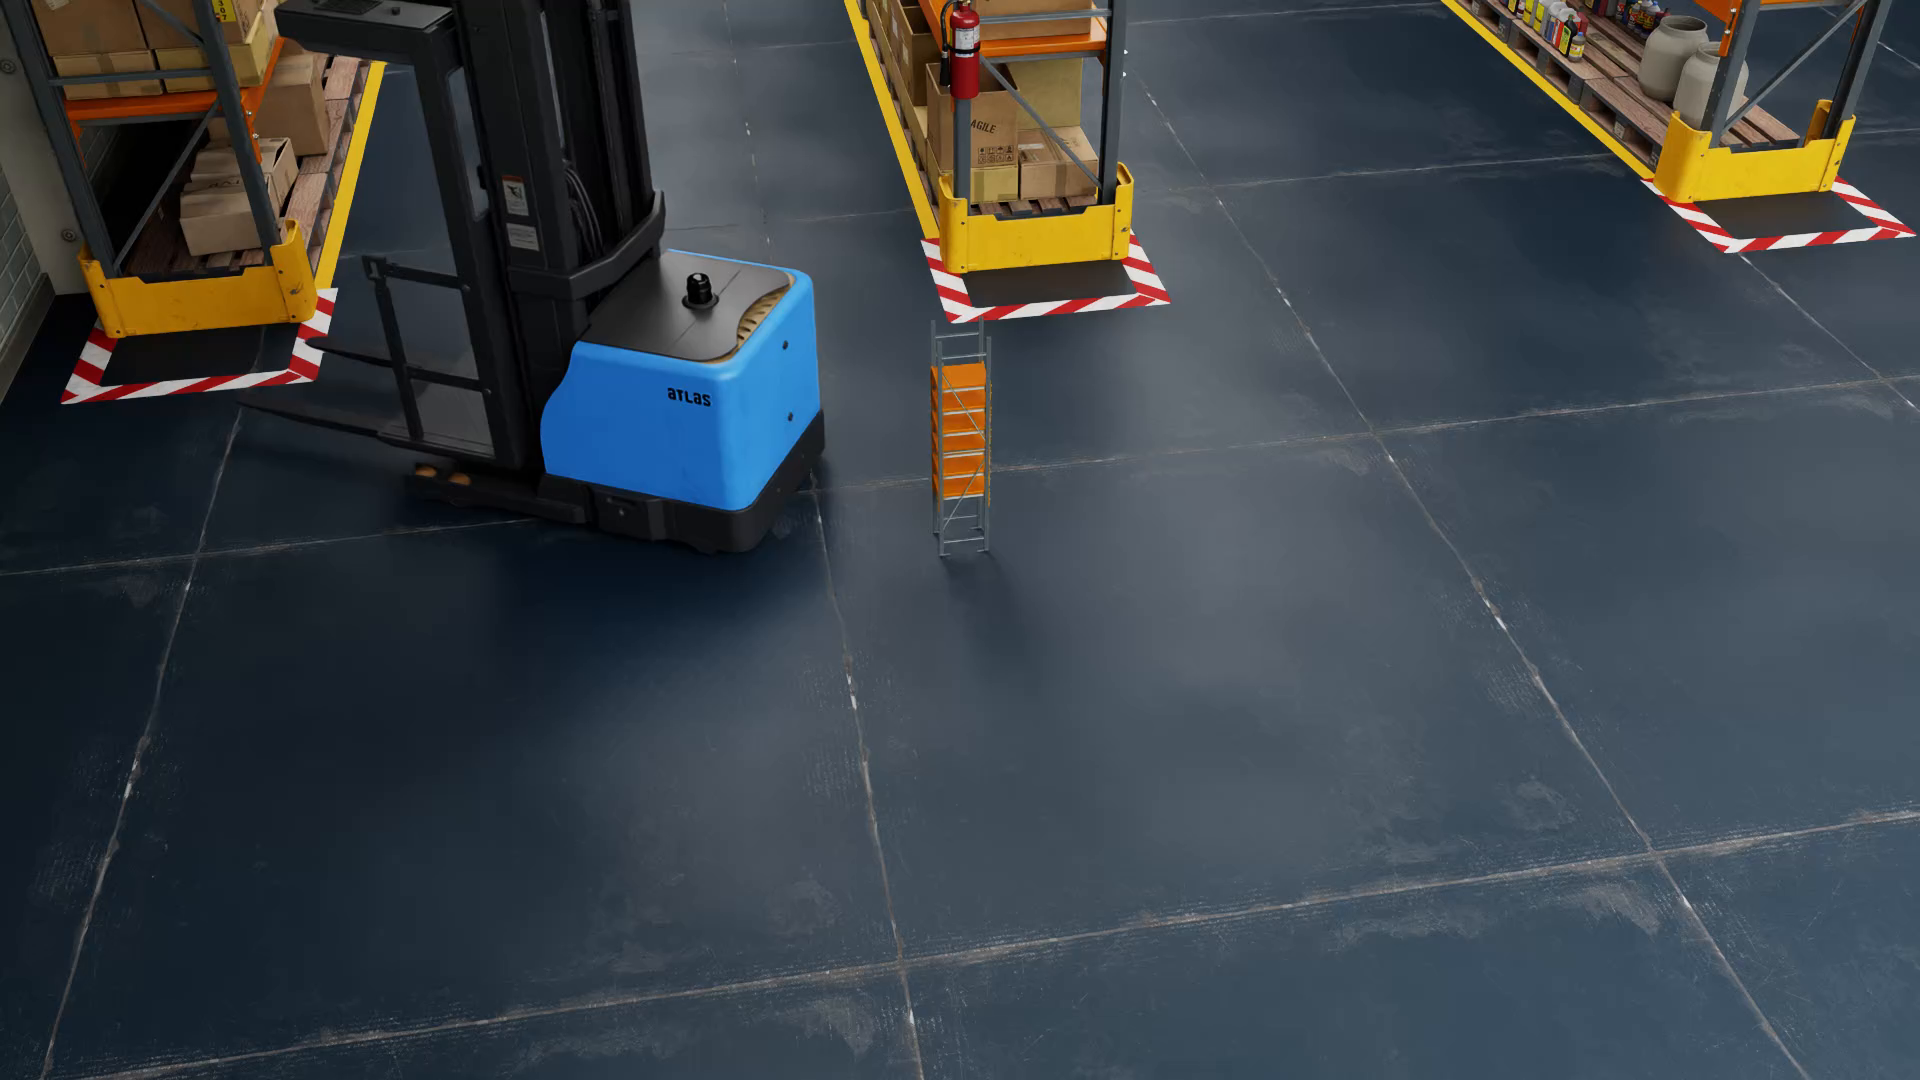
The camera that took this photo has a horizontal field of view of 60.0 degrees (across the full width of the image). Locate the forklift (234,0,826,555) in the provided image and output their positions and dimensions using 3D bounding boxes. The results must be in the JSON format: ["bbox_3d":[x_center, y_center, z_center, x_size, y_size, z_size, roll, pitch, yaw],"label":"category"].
[{"bbox_3d":[-2.276,-1.620,7.846,3.031,2.935,1.130,11,39,14],"label":"forklift"}]

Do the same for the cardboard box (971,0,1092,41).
[{"bbox_3d":[0.393,-3.328,9.908,0.700,0.500,0.500,-6,38,-8],"label":"cardboard box"}]

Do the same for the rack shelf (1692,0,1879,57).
[{"bbox_3d":[4.988,-4.460,12.032,1.077,0.370,4.000,-6,38,-8],"label":"rack shelf"}]

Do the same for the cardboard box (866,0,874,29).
[{"bbox_3d":[-0.457,-4.189,12.996,0.500,0.250,0.500,-6,38,-8],"label":"cardboard box"}]

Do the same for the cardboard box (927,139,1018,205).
[{"bbox_3d":[0.077,-2.378,10.665,0.500,0.250,0.500,-6,38,-8],"label":"cardboard box"}]

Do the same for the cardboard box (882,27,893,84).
[{"bbox_3d":[-0.291,-3.584,12.217,0.500,0.250,0.500,-6,38,-8],"label":"cardboard box"}]

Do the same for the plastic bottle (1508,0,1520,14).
[{"bbox_3d":[4.392,-4.303,13.099,0.061,0.283,0.133,-5,38,-6],"label":"plastic bottle"}]

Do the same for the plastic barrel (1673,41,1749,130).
[{"bbox_3d":[5.148,-3.109,11.392,0.421,0.512,0.421,0,38,0],"label":"plastic barrel"}]

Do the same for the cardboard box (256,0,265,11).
[{"bbox_3d":[-4.279,-3.336,9.493,0.500,0.500,0.500,-6,38,-8],"label":"cardboard box"}]

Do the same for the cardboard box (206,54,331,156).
[{"bbox_3d":[-4.627,-2.878,11.088,0.700,0.500,0.500,-9,39,-11],"label":"cardboard box"}]

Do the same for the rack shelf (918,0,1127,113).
[{"bbox_3d":[0.111,-3.930,11.349,1.077,0.370,4.000,-6,38,-8],"label":"rack shelf"}]

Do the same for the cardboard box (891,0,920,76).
[{"bbox_3d":[-0.201,-3.578,11.599,0.500,0.500,0.500,-6,38,-8],"label":"cardboard box"}]

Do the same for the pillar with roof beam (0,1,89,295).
[{"bbox_3d":[-1.151,-5.632,8.065,9.100,9.000,0.400,-6,38,-8],"label":"pillar with roof beam"}]

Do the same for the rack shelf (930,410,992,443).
[{"bbox_3d":[0.003,-0.525,7.724,0.258,0.103,0.180,-6,38,-8],"label":"rack shelf"}]

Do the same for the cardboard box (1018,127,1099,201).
[{"bbox_3d":[0.587,-2.433,10.736,0.500,0.250,0.500,-6,38,-8],"label":"cardboard box"}]

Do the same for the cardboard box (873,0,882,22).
[{"bbox_3d":[-0.371,-4.183,12.377,0.500,0.500,0.500,-6,38,-8],"label":"cardboard box"}]

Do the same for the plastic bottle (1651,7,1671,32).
[{"bbox_3d":[5.306,-3.905,12.586,0.061,0.283,0.133,-6,38,-7],"label":"plastic bottle"}]

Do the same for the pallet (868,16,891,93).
[{"bbox_3d":[-0.141,-3.836,12.915,1.003,0.211,1.213,-6,38,-8],"label":"pallet"}]

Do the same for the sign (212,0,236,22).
[{"bbox_3d":[-3.880,-2.871,8.695,0.100,0.325,0.005,-6,38,-8],"label":"sign"}]

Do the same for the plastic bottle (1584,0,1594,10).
[{"bbox_3d":[5.028,-4.358,13.170,0.061,0.283,0.133,-6,38,-8],"label":"plastic bottle"}]

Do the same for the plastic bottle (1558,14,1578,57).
[{"bbox_3d":[4.547,-3.768,12.410,0.061,0.283,0.133,-5,38,-7],"label":"plastic bottle"}]

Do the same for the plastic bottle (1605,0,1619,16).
[{"bbox_3d":[5.149,-4.283,13.079,0.152,0.276,0.135,-6,38,-7],"label":"plastic bottle"}]

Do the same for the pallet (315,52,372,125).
[{"bbox_3d":[-4.963,-3.384,12.333,1.003,0.211,1.213,-6,38,-8],"label":"pallet"}]

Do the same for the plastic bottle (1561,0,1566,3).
[{"bbox_3d":[4.620,-4.178,12.945,0.152,0.276,0.135,-6,38,-8],"label":"plastic bottle"}]

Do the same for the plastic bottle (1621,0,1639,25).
[{"bbox_3d":[5.215,-4.151,12.913,0.097,0.271,0.097,0,38,0],"label":"plastic bottle"}]

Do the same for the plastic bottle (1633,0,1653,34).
[{"bbox_3d":[5.250,-4.029,12.756,0.097,0.271,0.097,0,38,0],"label":"plastic bottle"}]

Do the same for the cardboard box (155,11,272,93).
[{"bbox_3d":[-4.187,-2.748,9.348,0.500,0.250,0.500,-7,38,-9],"label":"cardboard box"}]

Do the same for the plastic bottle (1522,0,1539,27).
[{"bbox_3d":[4.478,-4.177,12.882,0.144,0.351,0.185,-7,38,-8],"label":"plastic bottle"}]

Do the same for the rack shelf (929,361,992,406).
[{"bbox_3d":[0.003,-0.714,7.577,0.258,0.103,0.180,-6,38,-8],"label":"rack shelf"}]

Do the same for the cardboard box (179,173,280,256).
[{"bbox_3d":[-4.447,-2.010,10.125,0.500,0.311,0.500,-10,39,-13],"label":"cardboard box"}]

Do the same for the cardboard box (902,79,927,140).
[{"bbox_3d":[-0.112,-2.980,11.440,0.500,0.250,0.500,-6,38,-8],"label":"cardboard box"}]

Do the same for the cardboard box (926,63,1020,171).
[{"bbox_3d":[0.075,-2.674,10.434,0.500,0.500,0.500,-6,38,-8],"label":"cardboard box"}]

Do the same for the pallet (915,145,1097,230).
[{"bbox_3d":[0.287,-2.362,11.018,1.003,0.211,1.213,-6,38,-8],"label":"pallet"}]

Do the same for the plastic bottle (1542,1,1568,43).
[{"bbox_3d":[4.544,-3.935,12.632,0.152,0.276,0.135,-7,38,-9],"label":"plastic bottle"}]

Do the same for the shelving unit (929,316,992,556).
[{"bbox_3d":[0.003,-0.465,7.771,0.258,1.200,0.189,-6,38,-8],"label":"shelving unit"}]

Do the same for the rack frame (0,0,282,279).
[{"bbox_3d":[-4.415,-2.471,8.885,1.000,3.000,0.127,-6,38,-8],"label":"rack frame"}]

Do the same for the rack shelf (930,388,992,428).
[{"bbox_3d":[0.003,-0.620,7.651,0.258,0.103,0.180,-6,38,-8],"label":"rack shelf"}]

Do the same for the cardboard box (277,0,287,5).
[{"bbox_3d":[-4.376,-3.369,10.147,0.500,0.250,0.500,-7,38,-9],"label":"cardboard box"}]

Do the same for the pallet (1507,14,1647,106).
[{"bbox_3d":[4.932,-3.702,12.744,1.003,0.211,1.213,-6,38,-8],"label":"pallet"}]

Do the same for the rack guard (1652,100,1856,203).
[{"bbox_3d":[5.279,-2.590,11.076,1.175,0.500,0.348,-6,38,-8],"label":"rack guard"}]

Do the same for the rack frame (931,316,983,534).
[{"bbox_3d":[-0.013,-0.520,7.842,0.240,1.200,0.006,-6,38,-8],"label":"rack frame"}]

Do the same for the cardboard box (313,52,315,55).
[{"bbox_3d":[-4.992,-3.622,12.317,0.380,0.166,0.250,-11,39,-14],"label":"cardboard box"}]

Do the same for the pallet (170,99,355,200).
[{"bbox_3d":[-4.746,-2.645,11.383,1.003,0.211,1.213,-6,38,-8],"label":"pallet"}]
